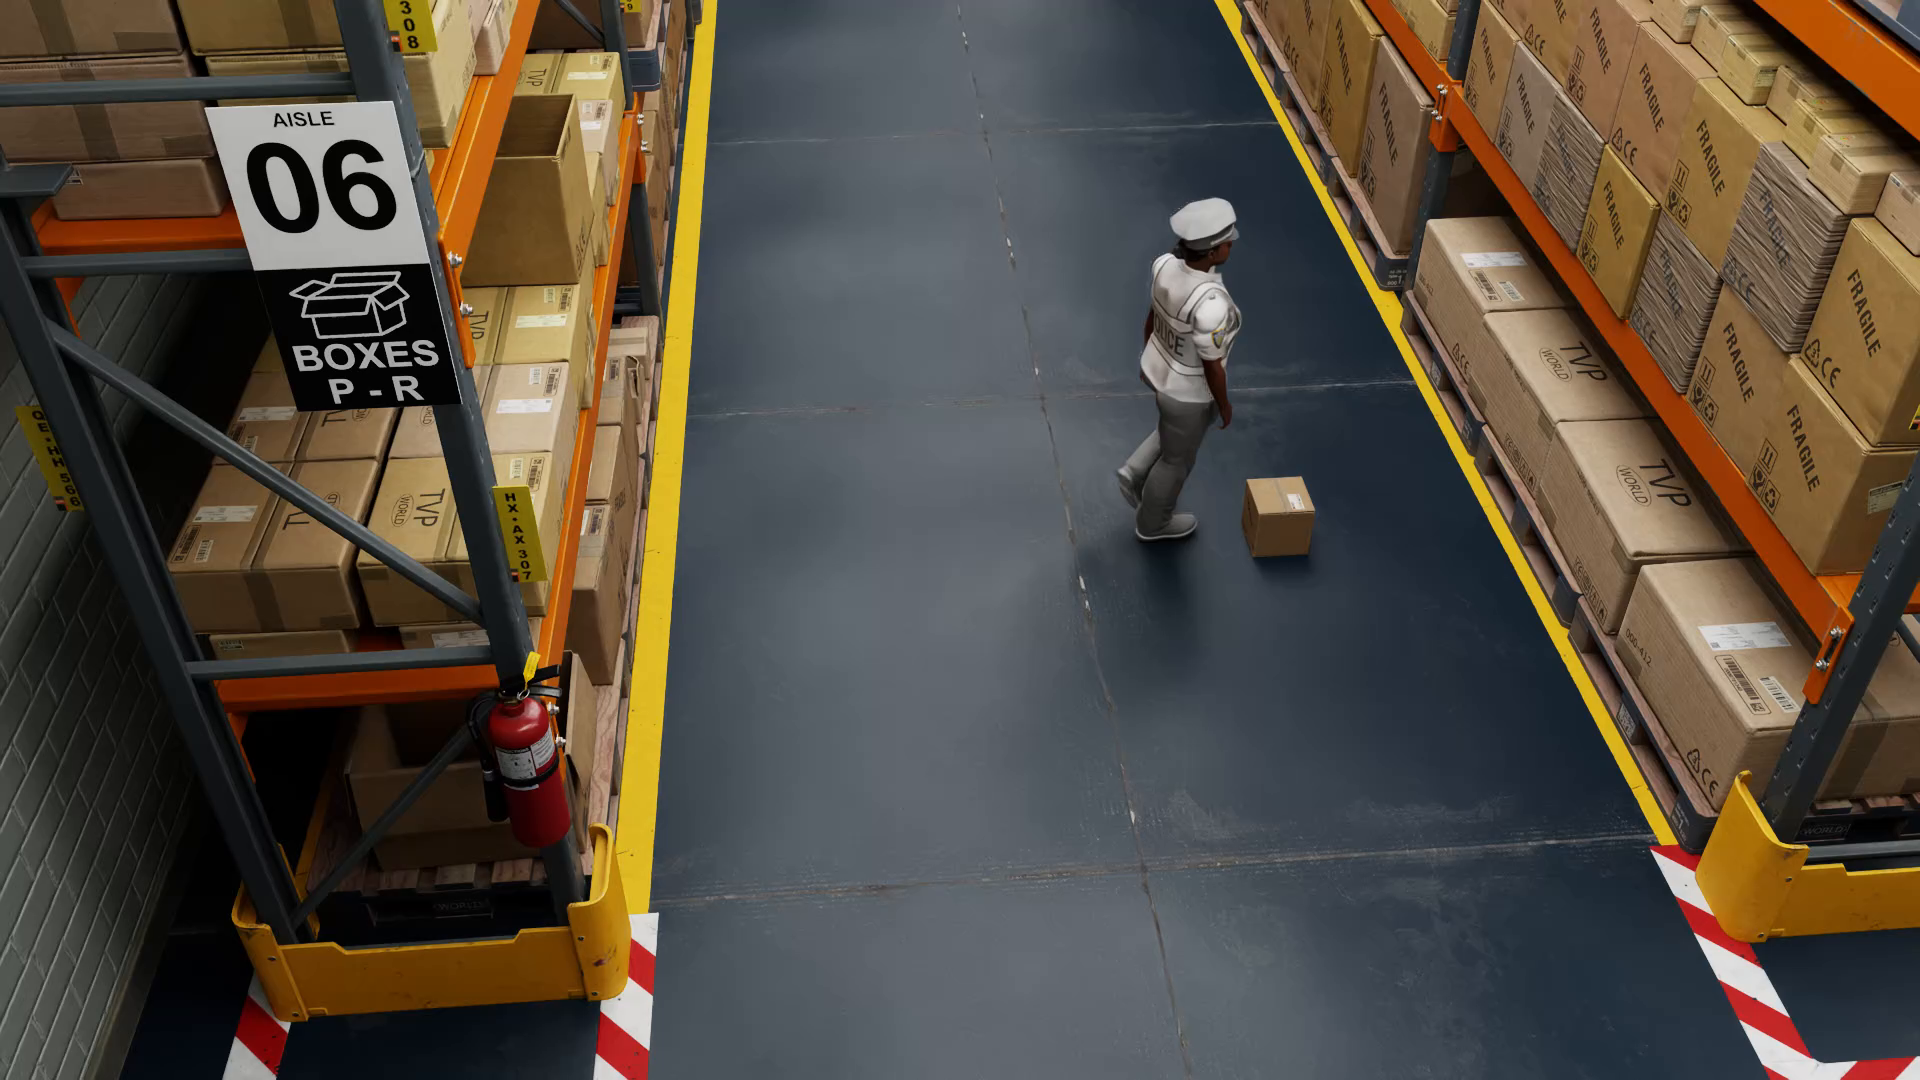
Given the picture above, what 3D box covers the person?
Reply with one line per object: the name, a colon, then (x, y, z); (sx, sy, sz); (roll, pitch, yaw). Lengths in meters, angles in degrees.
person: (0.978, -0.668, 6.924); (0.445, 1.678, 0.531); (-12, 41, -15)
